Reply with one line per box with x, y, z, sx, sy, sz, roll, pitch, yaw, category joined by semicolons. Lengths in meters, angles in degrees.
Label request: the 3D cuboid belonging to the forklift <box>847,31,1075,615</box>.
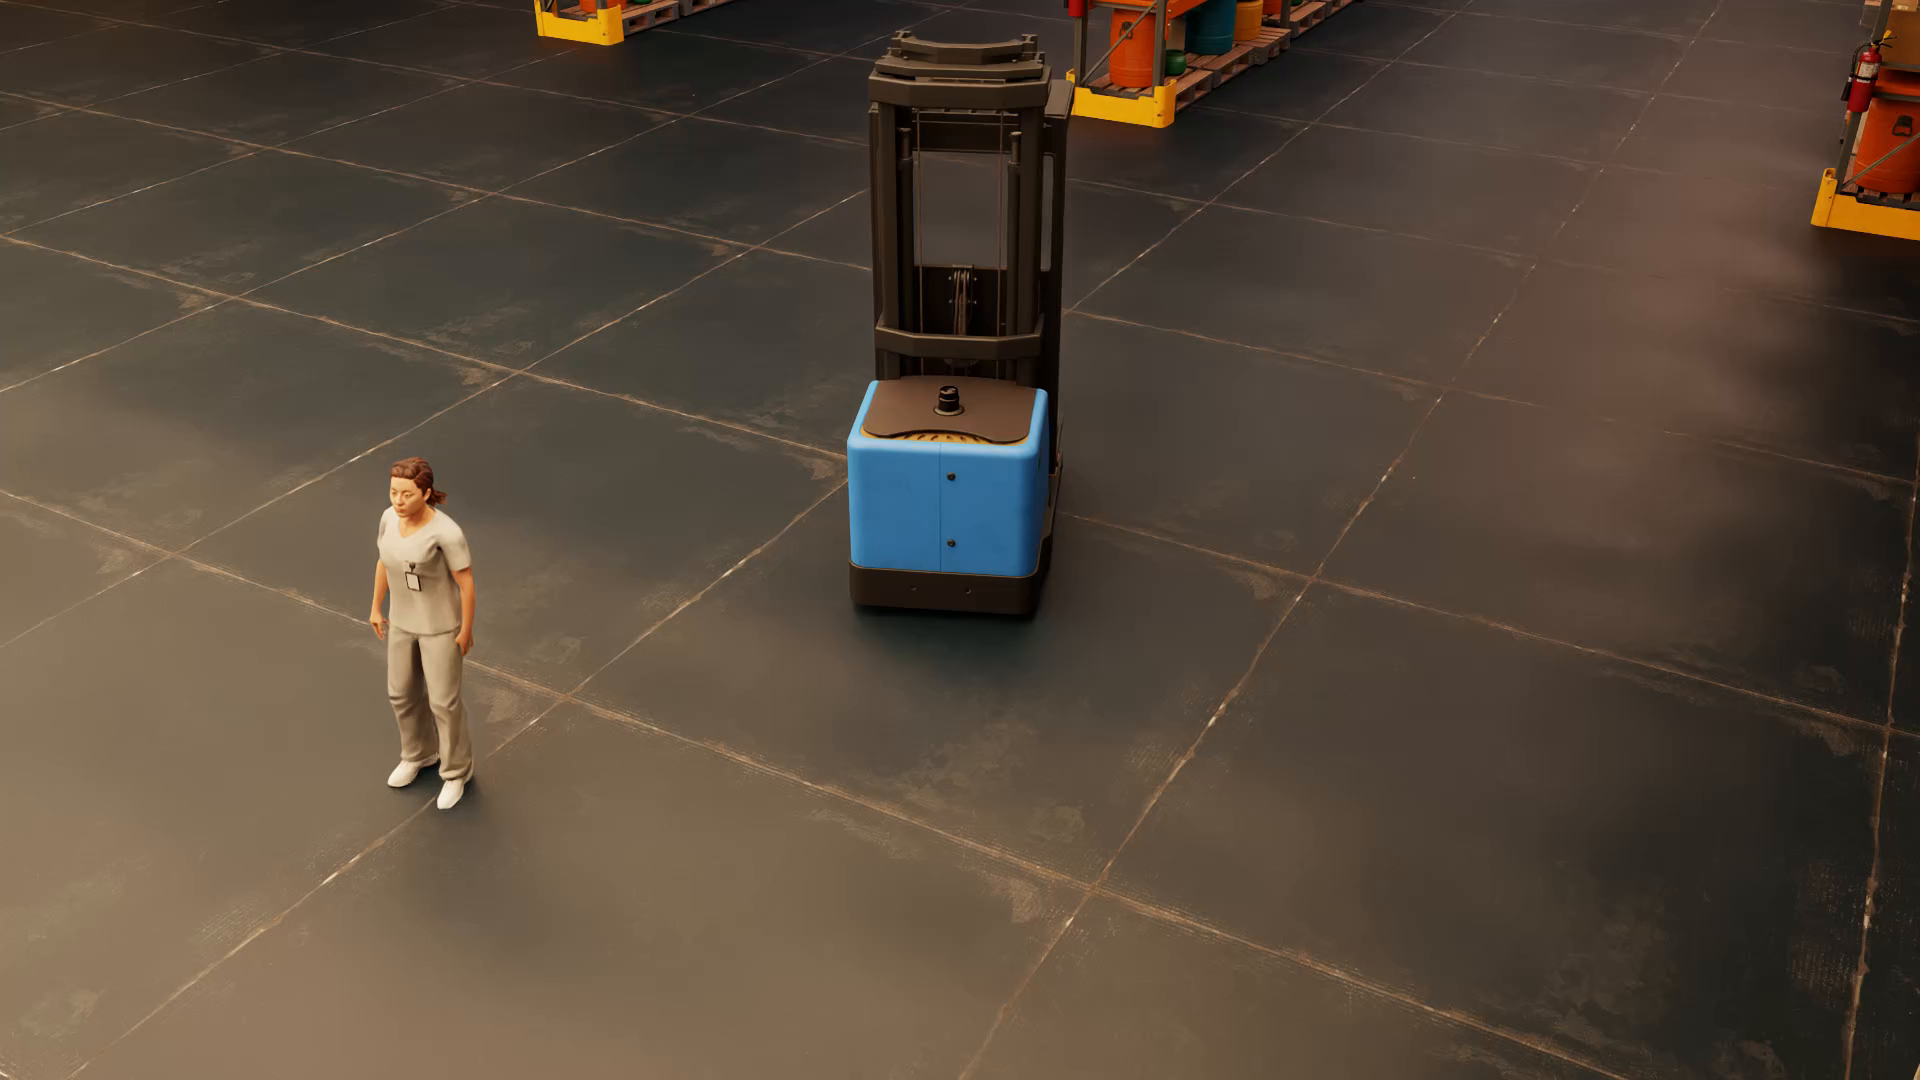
0.072;-1.572;9.794;1.130;2.935;3.031;3;30;6;forklift

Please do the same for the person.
-2.472;0.413;7.632;0.522;1.690;0.479;12;32;20;person
